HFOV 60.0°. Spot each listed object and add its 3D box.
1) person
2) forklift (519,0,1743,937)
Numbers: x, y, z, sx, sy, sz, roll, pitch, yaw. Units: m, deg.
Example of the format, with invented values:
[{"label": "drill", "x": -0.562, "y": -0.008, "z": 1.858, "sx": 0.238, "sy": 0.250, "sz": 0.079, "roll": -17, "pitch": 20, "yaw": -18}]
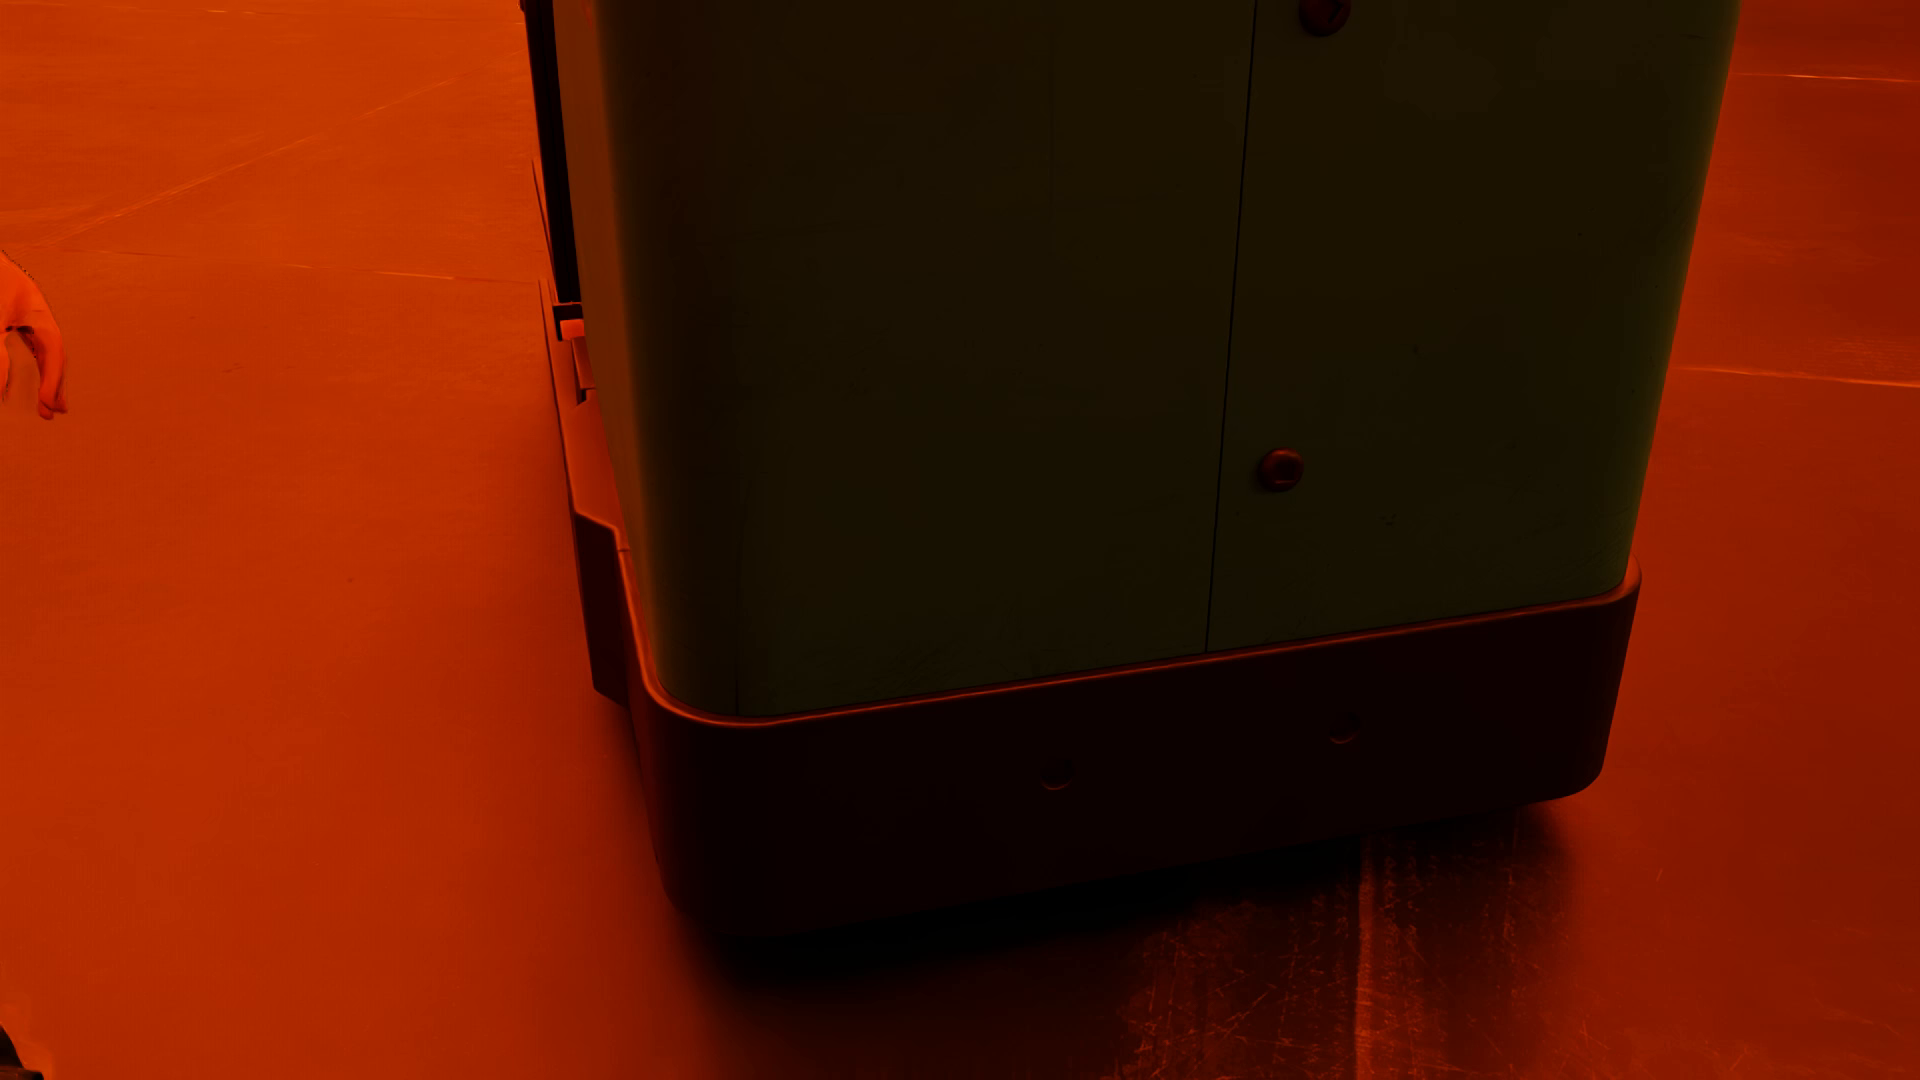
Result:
[{"label": "person", "x": -0.899, "y": -0.046, "z": 0.916, "sx": 0.444, "sy": 1.523, "sz": 0.744, "roll": 21, "pitch": 33, "yaw": 35}, {"label": "forklift", "x": -0.161, "y": -1.574, "z": 2.366, "sx": 1.130, "sy": 2.935, "sz": 3.031, "roll": -7, "pitch": 28, "yaw": -14}]
